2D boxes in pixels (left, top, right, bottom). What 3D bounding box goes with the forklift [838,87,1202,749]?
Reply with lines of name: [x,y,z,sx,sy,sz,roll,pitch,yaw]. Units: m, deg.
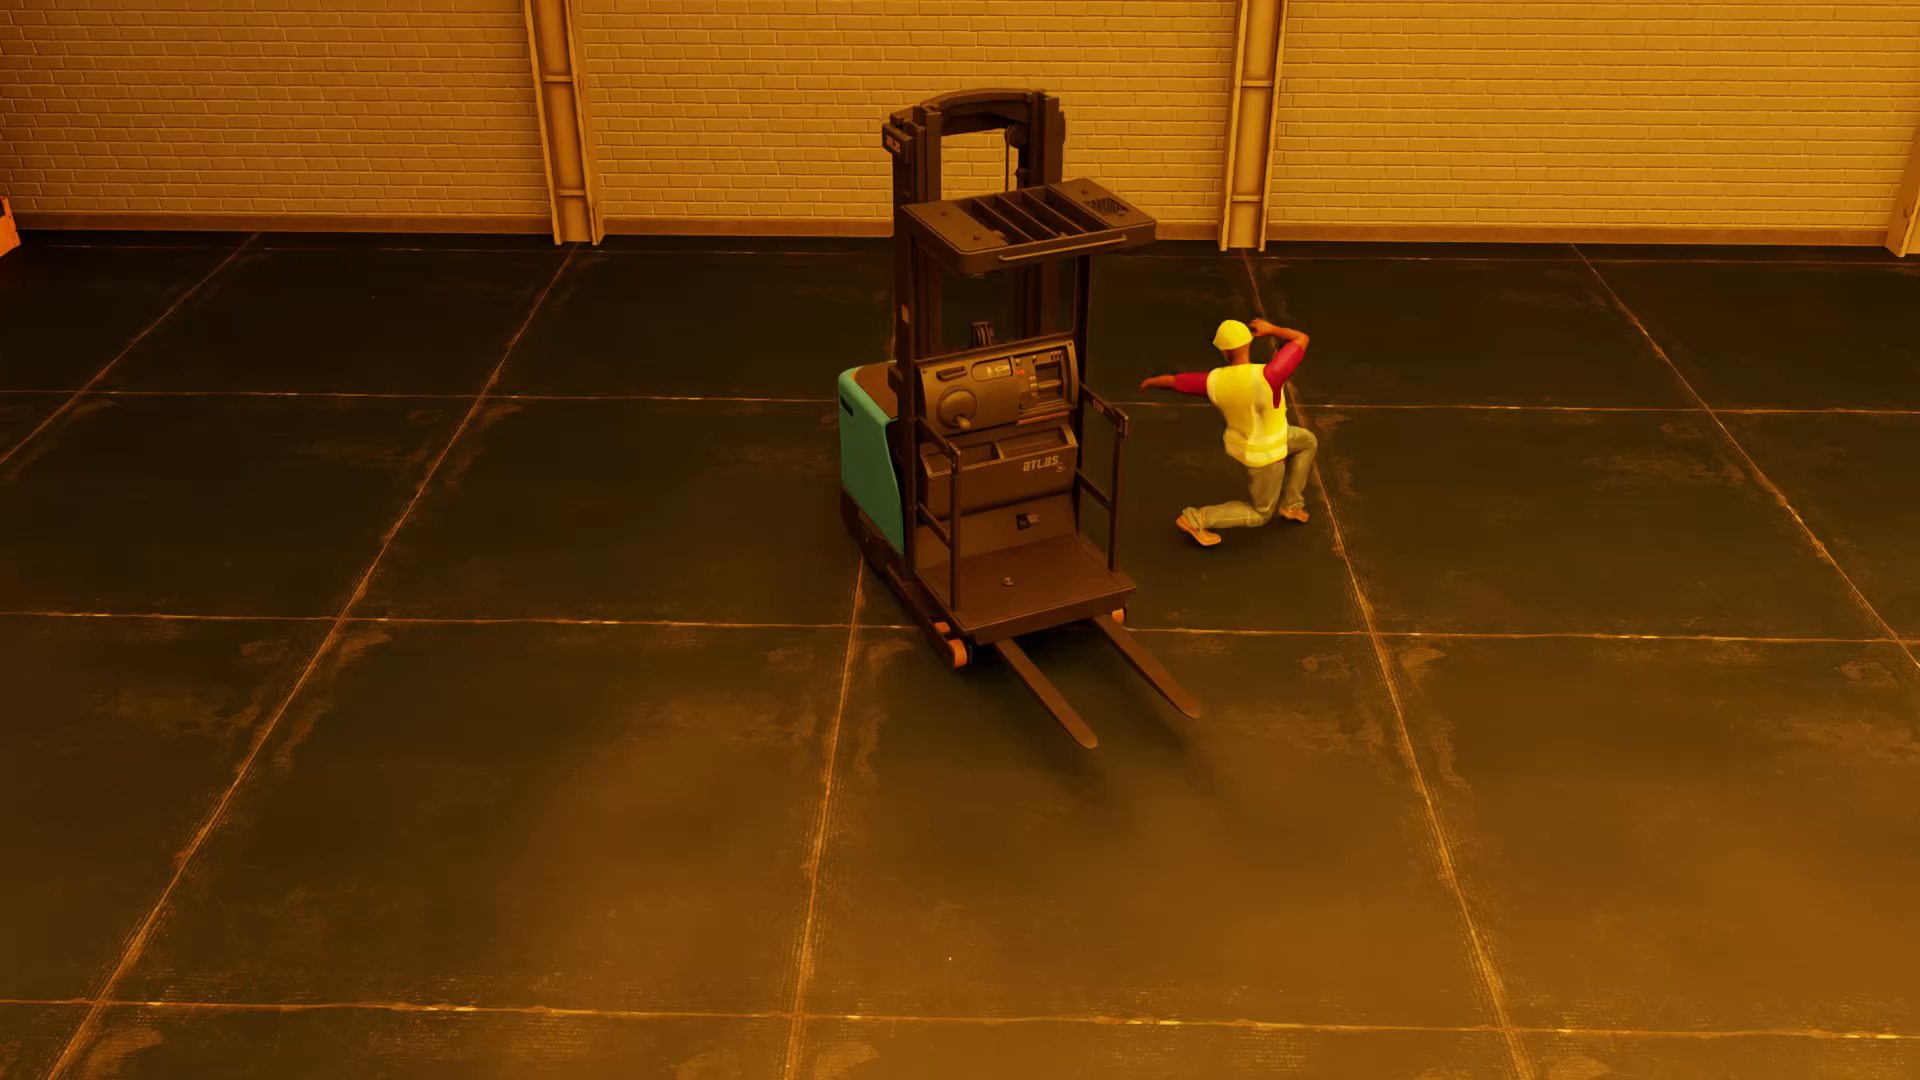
forklift: [0.312,-0.798,8.968,1.130,2.935,3.031,-13,33,-21]

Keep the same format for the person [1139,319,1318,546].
person: [1.718,-0.777,10.375,0.957,1.469,1.002,-13,33,-21]
